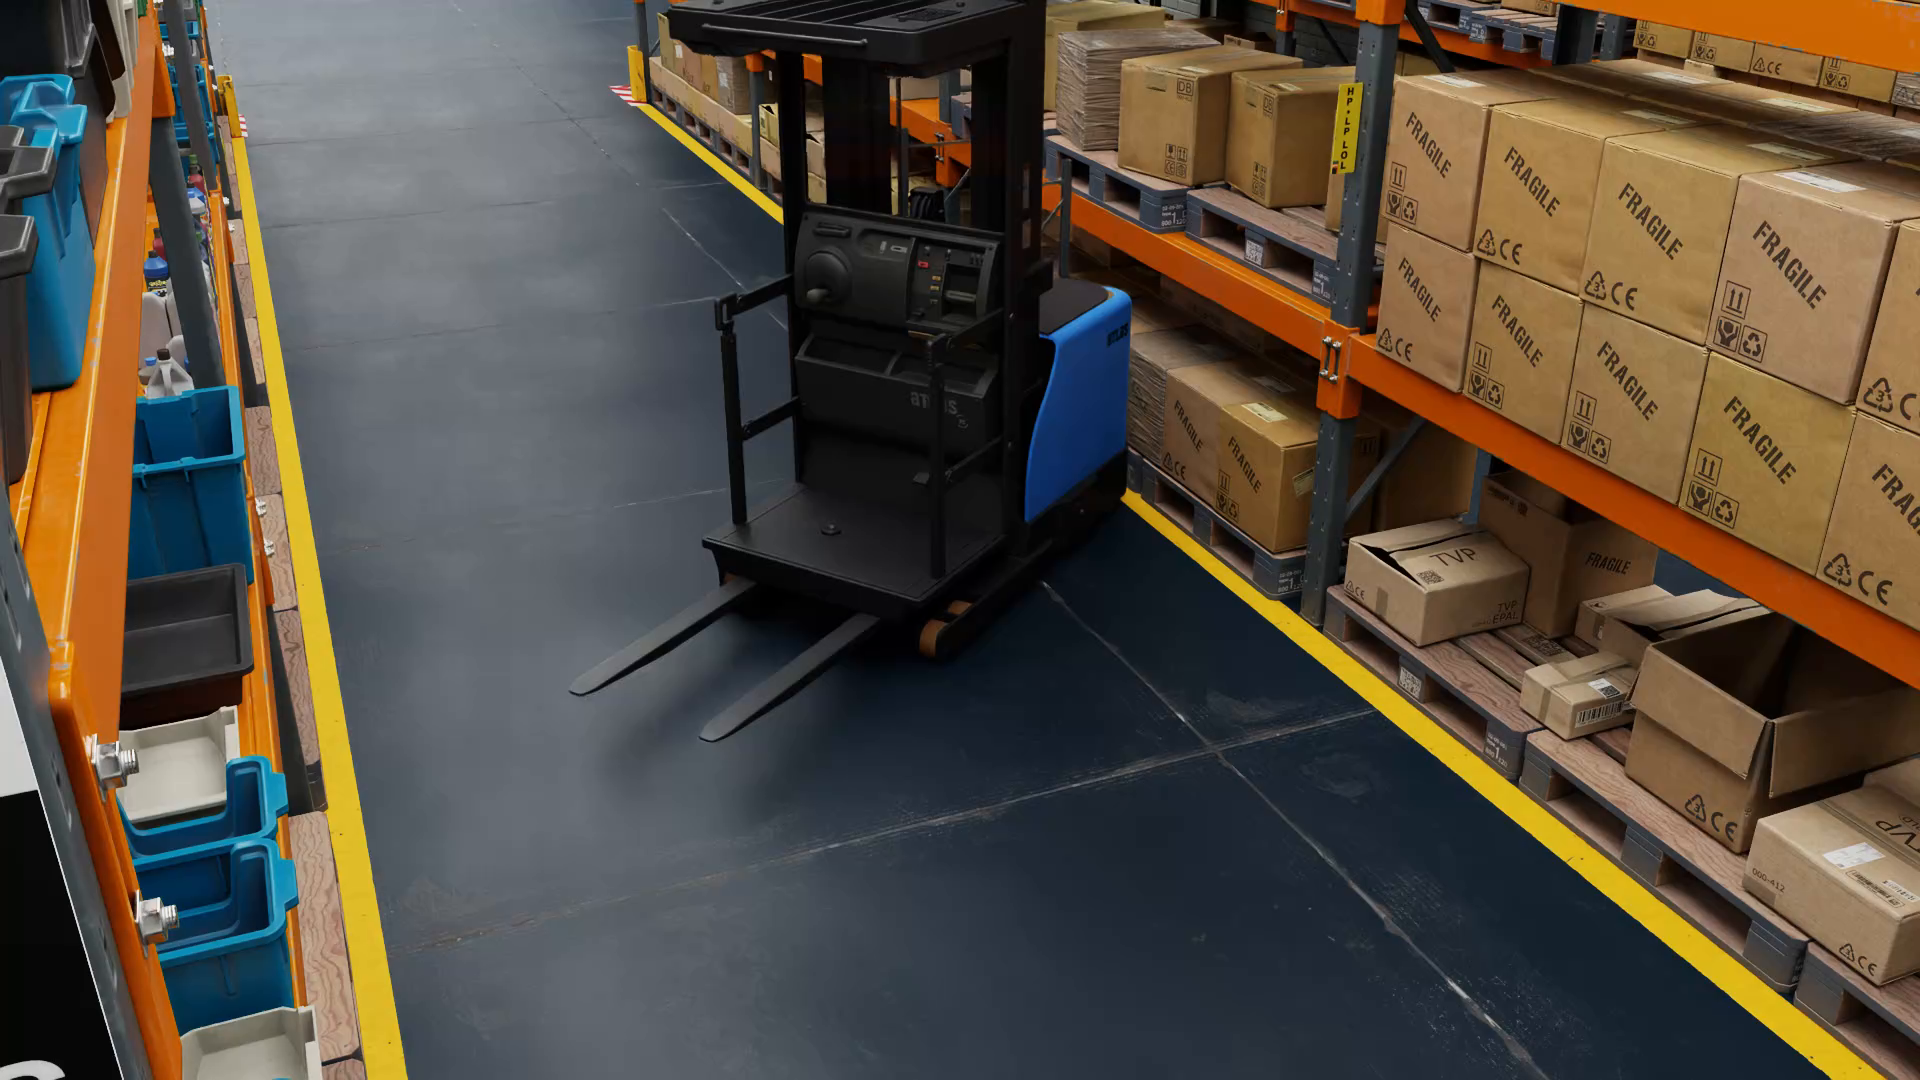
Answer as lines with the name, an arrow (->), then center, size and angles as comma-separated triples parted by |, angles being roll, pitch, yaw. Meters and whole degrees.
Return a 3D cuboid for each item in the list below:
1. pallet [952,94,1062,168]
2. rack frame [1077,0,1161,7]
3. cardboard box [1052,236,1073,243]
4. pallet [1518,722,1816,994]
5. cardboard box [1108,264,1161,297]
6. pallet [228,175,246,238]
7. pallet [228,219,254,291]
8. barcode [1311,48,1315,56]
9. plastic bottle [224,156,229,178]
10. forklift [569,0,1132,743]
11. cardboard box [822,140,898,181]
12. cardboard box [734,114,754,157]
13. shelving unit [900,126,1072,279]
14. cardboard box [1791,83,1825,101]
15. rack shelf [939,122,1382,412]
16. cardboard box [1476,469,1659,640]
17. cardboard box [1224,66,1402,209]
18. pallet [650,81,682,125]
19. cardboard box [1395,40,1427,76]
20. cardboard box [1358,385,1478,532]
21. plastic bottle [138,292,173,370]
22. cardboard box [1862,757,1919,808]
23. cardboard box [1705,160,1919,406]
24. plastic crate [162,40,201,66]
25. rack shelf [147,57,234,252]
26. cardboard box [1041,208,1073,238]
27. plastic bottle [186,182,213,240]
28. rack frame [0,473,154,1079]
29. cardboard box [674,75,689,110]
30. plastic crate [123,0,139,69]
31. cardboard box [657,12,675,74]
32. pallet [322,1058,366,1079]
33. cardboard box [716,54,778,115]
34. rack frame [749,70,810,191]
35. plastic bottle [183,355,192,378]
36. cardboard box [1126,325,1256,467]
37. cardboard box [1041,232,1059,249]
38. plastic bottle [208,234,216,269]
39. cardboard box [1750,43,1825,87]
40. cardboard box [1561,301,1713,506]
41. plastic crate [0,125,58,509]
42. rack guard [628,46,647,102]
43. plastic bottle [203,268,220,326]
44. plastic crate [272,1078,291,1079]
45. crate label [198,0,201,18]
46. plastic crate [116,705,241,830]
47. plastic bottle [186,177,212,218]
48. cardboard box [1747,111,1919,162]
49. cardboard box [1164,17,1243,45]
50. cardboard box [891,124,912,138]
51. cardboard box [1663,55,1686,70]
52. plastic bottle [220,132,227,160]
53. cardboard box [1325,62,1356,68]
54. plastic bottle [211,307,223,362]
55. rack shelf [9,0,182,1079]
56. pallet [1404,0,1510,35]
pallet -> 0.692, -2.351, 9.366 | 1.213, 0.211, 1.003 | -11, 28, -21
rack frame -> 1.786, -6.781, 18.221 | 1.000, 3.000, 0.127 | -11, 28, -21
cardboard box -> 0.427, -1.914, 10.907 | 0.500, 0.250, 0.500 | -11, 28, -21
pallet -> 2.678, 0.939, 5.586 | 1.003, 0.211, 1.213 | -11, 28, -21
cardboard box -> 1.147, -1.227, 9.193 | 0.500, 0.500, 0.500 | -12, 28, -22
pallet -> -5.988, -2.490, 12.609 | 1.003, 0.211, 1.213 | -11, 28, -21
pallet -> -5.420, -1.901, 11.403 | 1.003, 0.211, 1.213 | -11, 28, -21
barcode -> 3.361, -4.644, 15.826 | 0.001, 0.075, 0.075 | -11, 28, -21
plastic bottle -> -5.772, -2.945, 12.881 | 0.144, 0.351, 0.185 | -12, 28, -23
forklift -> -0.377, -1.058, 6.576 | 1.130, 2.935, 3.031 | 15, 30, 27
cardboard box -> -0.669, -2.689, 11.855 | 0.500, 0.311, 0.500 | -10, 28, -19
cardboard box -> -1.587, -3.417, 13.984 | 0.500, 0.250, 0.500 | -11, 28, -21
shelving unit -> 0.113, -1.346, 8.795 | 0.587, 1.500, 1.083 | -10, 28, -21
cardboard box -> 5.364, -2.761, 10.249 | 0.380, 0.149, 0.250 | -10, 28, -20
rack shelf -> 1.145, -1.569, 8.364 | 1.077, 0.370, 4.000 | -11, 28, -21
cardboard box -> 2.413, 0.022, 6.633 | 0.500, 0.500, 0.500 | -11, 28, -21
cardboard box -> 1.621, -1.814, 7.455 | 0.700, 0.500, 0.500 | -6, 27, -12
pallet -> -2.433, -4.374, 16.468 | 1.003, 0.211, 1.213 | -11, 28, -21
cardboard box -> 3.831, -4.107, 14.235 | 0.500, 0.250, 0.500 | -11, 28, -22
cardboard box -> 1.963, -0.396, 7.490 | 0.500, 0.500, 0.500 | -12, 28, -23
plastic bottle -> -2.964, -0.779, 6.068 | 0.152, 0.276, 0.135 | -11, 28, -21
cardboard box -> 3.151, 0.896, 5.128 | 0.500, 0.250, 0.500 | -11, 28, -21
cardboard box -> 2.461, -0.716, 4.544 | 0.500, 0.500, 0.500 | -10, 28, -19
plastic crate -> -4.548, -2.583, 9.549 | 0.402, 0.464, 0.583 | -11, 28, -21
rack shelf -> -4.980, -2.334, 9.931 | 1.077, 0.370, 4.000 | -11, 28, -21
cardboard box -> 0.427, -2.166, 10.784 | 0.500, 0.311, 0.500 | -10, 28, -19
plastic bottle -> -3.451, -1.480, 7.510 | 0.097, 0.271, 0.097 | 0, 26, 0
rack frame -> -1.067, 1.381, 1.504 | 0.949, 2.616, 0.053 | -11, 28, -21
cardboard box -> -2.371, -4.224, 15.638 | 0.500, 0.250, 0.500 | -11, 28, -21
plastic crate -> -1.782, -1.016, 3.294 | 0.293, 0.136, 0.466 | -11, 28, -21
cardboard box -> -2.568, -4.763, 15.886 | 0.500, 0.500, 0.500 | -11, 28, -21
pallet -> -1.825, 1.802, 3.819 | 1.003, 0.211, 1.213 | -11, 28, -21
cardboard box -> -1.772, -3.958, 14.237 | 0.500, 0.500, 0.500 | -11, 28, -21
rack frame -> -1.204, -4.314, 13.167 | 1.000, 3.000, 0.127 | -11, 28, -21
plastic bottle -> -2.534, -0.535, 5.573 | 0.097, 0.271, 0.097 | 0, 26, 0
cardboard box -> 1.090, -0.712, 8.138 | 0.500, 0.500, 0.500 | -10, 28, -20
cardboard box -> 0.277, -1.541, 9.834 | 0.500, 0.500, 0.500 | -9, 28, -18
plastic bottle -> -3.261, -1.252, 7.123 | 0.097, 0.201, 0.097 | 0, 26, 0
cardboard box -> 5.263, -3.086, 10.176 | 0.500, 0.500, 0.500 | -11, 28, -21
cardboard box -> 2.275, -0.468, 5.176 | 0.500, 0.500, 0.500 | -11, 28, -21
plastic crate -> -0.959, -0.112, 1.292 | 0.497, 0.269, 0.590 | -11, 28, -21
rack guard -> -2.780, -4.815, 17.042 | 1.175, 0.500, 0.348 | -11, 28, -21
plastic bottle -> -2.935, -0.948, 6.420 | 0.097, 0.271, 0.097 | 0, 26, 0
plastic crate -> -1.116, 1.006, 2.393 | 0.416, 0.233, 0.300 | -11, 28, -21
crate label -> -6.360, -4.399, 13.300 | 0.502, 0.435, 0.616 | -11, 28, -21
plastic crate -> -1.672, 0.508, 3.523 | 0.293, 0.136, 0.466 | -11, 28, -21
plastic bottle -> -3.618, -1.621, 7.877 | 0.097, 0.201, 0.097 | 0, 26, 0
cardboard box -> 2.765, -1.009, 5.144 | 0.500, 0.500, 0.500 | -10, 28, -20
cardboard box -> 2.438, -5.026, 16.973 | 0.700, 0.500, 0.500 | -12, 29, -24
cardboard box -> -0.379, -2.994, 12.480 | 0.500, 0.311, 0.500 | -11, 28, -21
cardboard box -> 4.925, -3.172, 11.091 | 0.380, 0.149, 0.250 | -10, 28, -20
plastic bottle -> -6.080, -3.224, 13.538 | 0.152, 0.276, 0.135 | -11, 28, -22
cardboard box -> 3.656, -3.947, 14.762 | 0.700, 0.500, 0.500 | -10, 28, -19
plastic bottle -> -2.730, -0.762, 6.025 | 0.061, 0.283, 0.133 | -11, 28, -21
rack shelf -> -1.847, -0.452, 2.658 | 1.077, 0.370, 4.000 | -11, 28, -21
pallet -> 4.106, -4.258, 13.270 | 1.003, 0.211, 1.213 | -11, 28, -21
